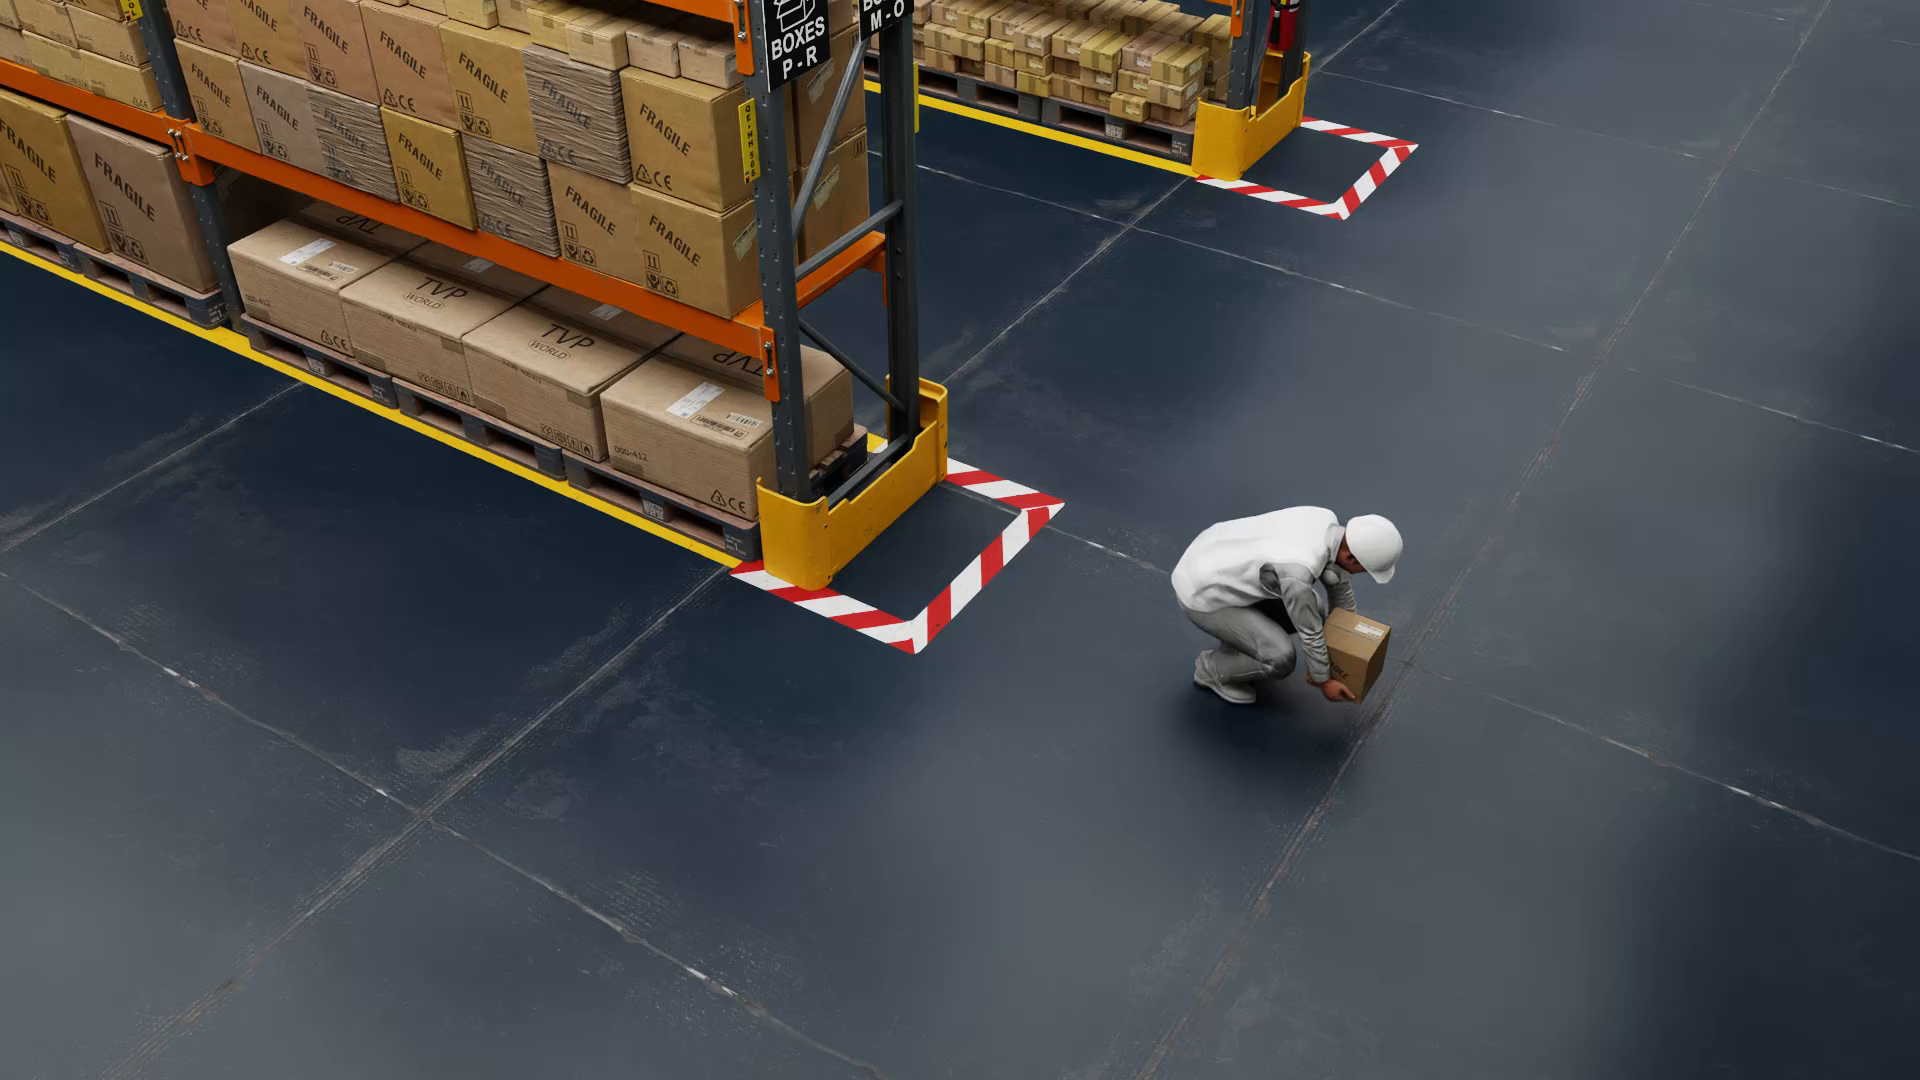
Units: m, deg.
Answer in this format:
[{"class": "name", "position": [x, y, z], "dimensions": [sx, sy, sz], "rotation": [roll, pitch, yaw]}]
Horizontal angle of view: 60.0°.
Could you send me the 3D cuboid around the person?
[{"class": "person", "position": [1.347, 0.232, 6.991], "dimensions": [0.891, 1.010, 0.512], "rotation": [20, 43, 24]}]
